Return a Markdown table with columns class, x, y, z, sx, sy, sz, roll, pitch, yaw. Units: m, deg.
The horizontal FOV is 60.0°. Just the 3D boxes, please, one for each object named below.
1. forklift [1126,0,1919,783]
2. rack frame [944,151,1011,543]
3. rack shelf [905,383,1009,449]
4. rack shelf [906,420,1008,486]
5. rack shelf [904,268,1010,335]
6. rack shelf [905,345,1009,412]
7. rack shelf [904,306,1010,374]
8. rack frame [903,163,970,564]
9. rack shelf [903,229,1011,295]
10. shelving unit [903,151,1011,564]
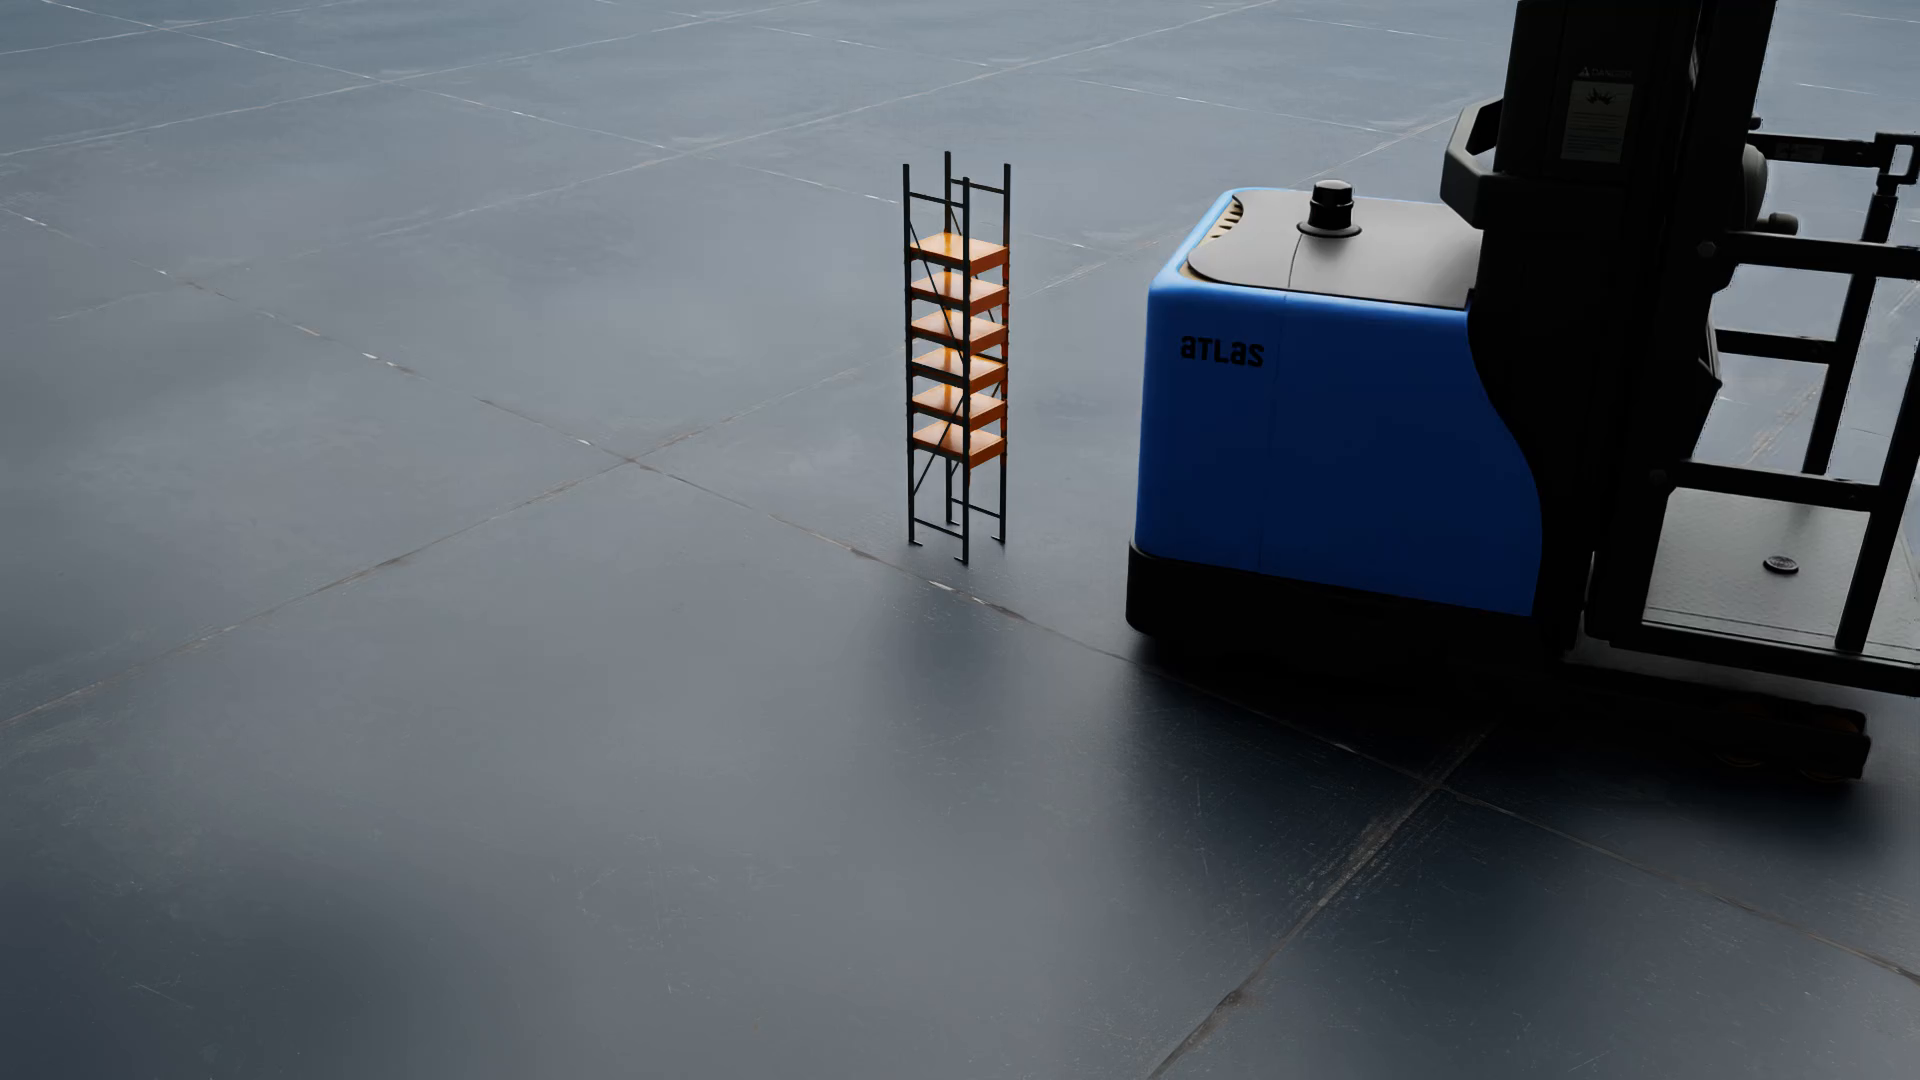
| class | x | y | z | sx | sy | sz | roll | pitch | yaw |
| --- | --- | --- | --- | --- | --- | --- | --- | --- | --- |
| forklift | 2.038 | -0.979 | 3.953 | 3.031 | 2.935 | 1.130 | 9 | 29 | 17 |
| rack frame | 0.049 | -0.560 | 5.027 | 0.240 | 1.200 | 0.006 | 21 | 34 | 34 |
| rack shelf | -0.009 | -0.382 | 5.040 | 0.258 | 0.103 | 0.180 | 21 | 34 | 34 |
| rack shelf | -0.009 | -0.275 | 5.095 | 0.258 | 0.103 | 0.180 | 21 | 34 | 34 |
| rack shelf | -0.009 | -0.701 | 4.875 | 0.258 | 0.103 | 0.180 | 21 | 34 | 34 |
| rack shelf | -0.009 | -0.488 | 4.985 | 0.258 | 0.103 | 0.180 | 21 | 34 | 34 |
| rack shelf | -0.009 | -0.595 | 4.930 | 0.258 | 0.103 | 0.180 | 21 | 34 | 34 |
| rack frame | -0.067 | -0.495 | 4.902 | 0.240 | 1.200 | 0.006 | 21 | 34 | 34 |
| rack shelf | -0.009 | -0.808 | 4.819 | 0.258 | 0.103 | 0.180 | 21 | 34 | 34 |
| shelving unit | -0.009 | -0.528 | 4.964 | 0.258 | 1.200 | 0.189 | 21 | 34 | 34 |
